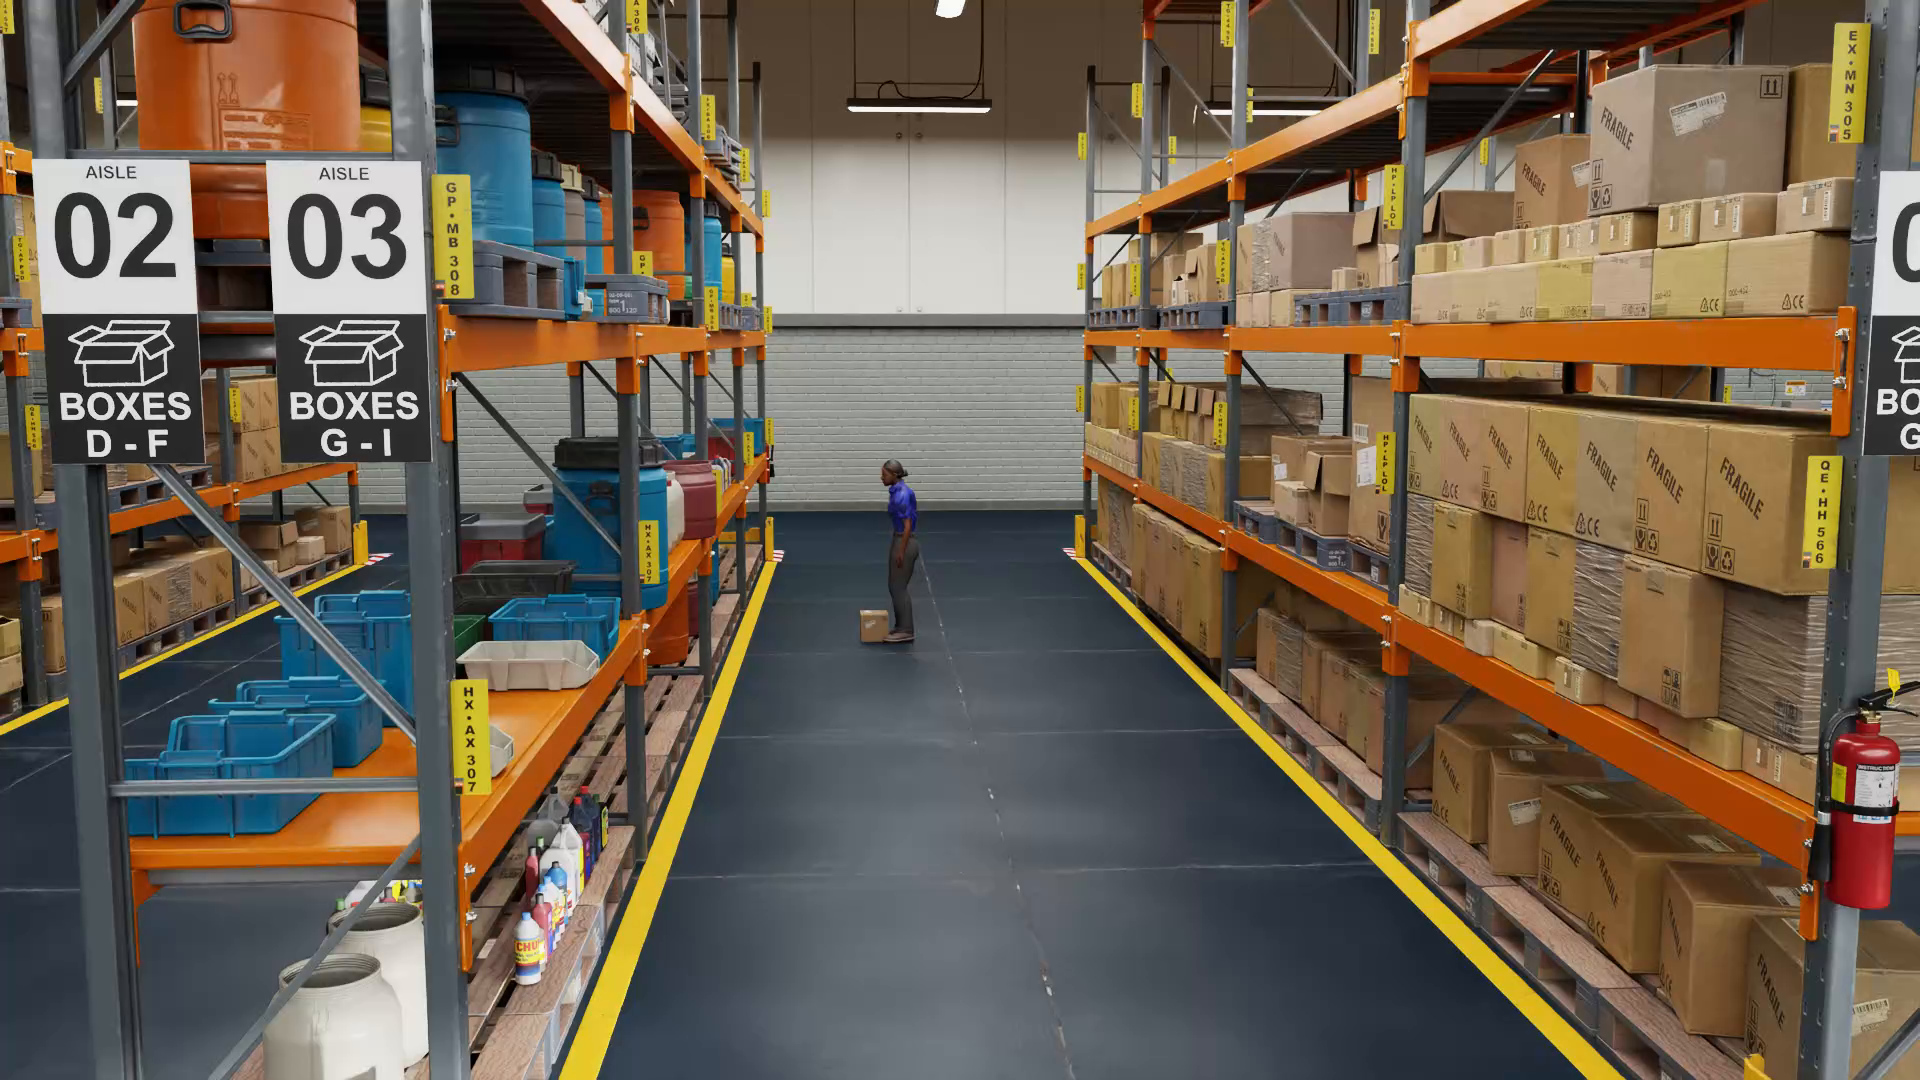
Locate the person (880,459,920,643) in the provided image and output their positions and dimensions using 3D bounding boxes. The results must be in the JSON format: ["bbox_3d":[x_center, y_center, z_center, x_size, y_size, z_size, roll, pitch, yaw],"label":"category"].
[{"bbox_3d":[-0.548,0.085,15.084,0.350,1.653,0.527,-1,7,-7],"label":"person"}]
